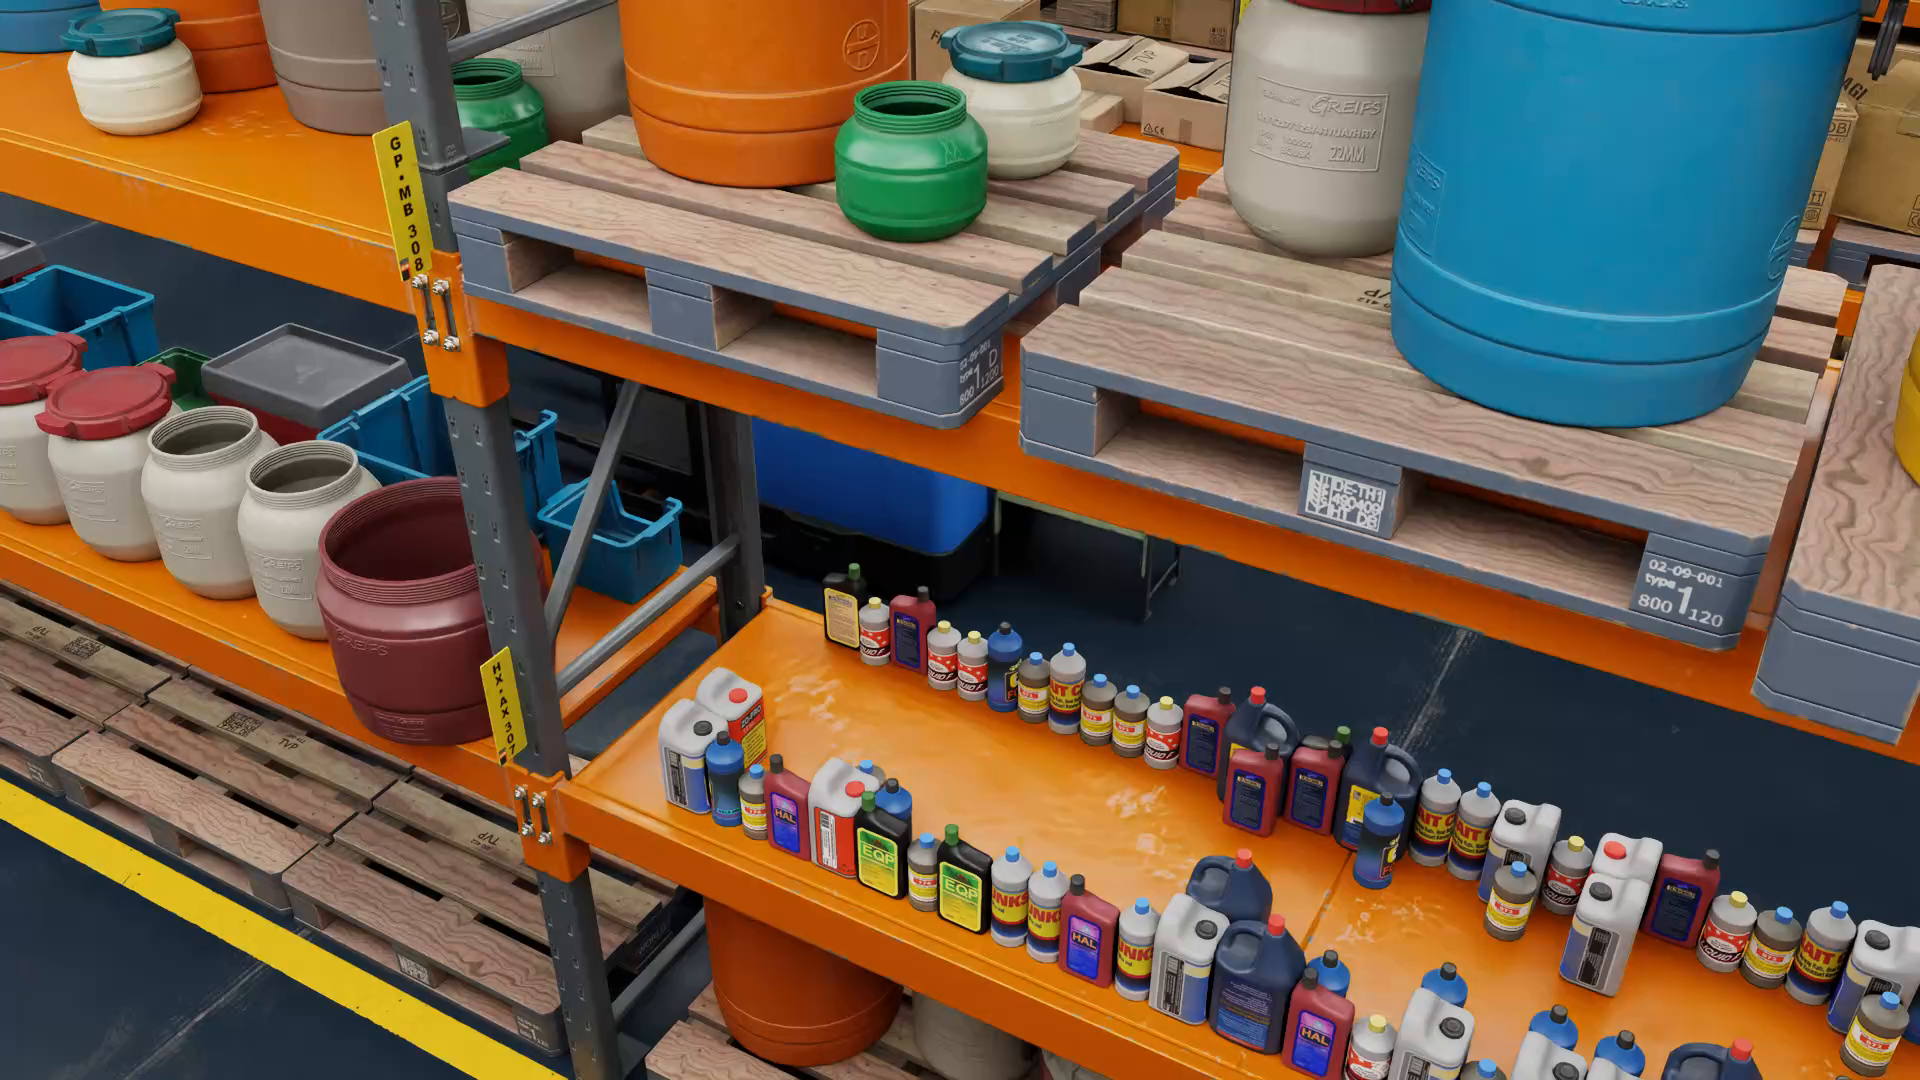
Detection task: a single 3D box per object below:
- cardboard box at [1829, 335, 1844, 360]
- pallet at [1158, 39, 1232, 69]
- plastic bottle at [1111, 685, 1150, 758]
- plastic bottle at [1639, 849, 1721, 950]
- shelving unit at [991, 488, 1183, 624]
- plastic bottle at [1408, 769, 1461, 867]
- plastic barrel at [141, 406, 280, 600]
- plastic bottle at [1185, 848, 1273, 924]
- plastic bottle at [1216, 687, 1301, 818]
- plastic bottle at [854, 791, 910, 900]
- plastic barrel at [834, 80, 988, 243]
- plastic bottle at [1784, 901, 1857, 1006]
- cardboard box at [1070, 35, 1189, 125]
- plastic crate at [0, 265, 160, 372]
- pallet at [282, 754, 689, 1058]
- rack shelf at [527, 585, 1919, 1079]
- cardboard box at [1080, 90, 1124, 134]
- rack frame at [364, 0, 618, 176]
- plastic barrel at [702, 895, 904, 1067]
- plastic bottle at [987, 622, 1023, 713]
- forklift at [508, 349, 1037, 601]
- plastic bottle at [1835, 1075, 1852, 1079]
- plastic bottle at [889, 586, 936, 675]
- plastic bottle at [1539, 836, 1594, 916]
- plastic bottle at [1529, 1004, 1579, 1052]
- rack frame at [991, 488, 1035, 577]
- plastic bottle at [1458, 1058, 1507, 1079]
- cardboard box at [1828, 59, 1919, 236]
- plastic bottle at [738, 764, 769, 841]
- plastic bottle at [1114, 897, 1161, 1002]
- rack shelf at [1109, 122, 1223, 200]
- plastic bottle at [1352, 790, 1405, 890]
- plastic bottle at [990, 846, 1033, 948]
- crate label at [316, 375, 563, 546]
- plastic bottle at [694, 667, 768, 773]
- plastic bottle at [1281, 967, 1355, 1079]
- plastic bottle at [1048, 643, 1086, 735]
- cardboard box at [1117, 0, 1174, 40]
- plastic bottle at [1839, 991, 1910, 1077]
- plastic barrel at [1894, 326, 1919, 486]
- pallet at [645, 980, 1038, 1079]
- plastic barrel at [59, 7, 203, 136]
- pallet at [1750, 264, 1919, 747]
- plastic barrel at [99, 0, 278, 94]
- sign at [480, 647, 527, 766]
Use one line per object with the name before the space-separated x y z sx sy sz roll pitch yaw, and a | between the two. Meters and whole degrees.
cardboard box | 3.868 -1.034 7.778 0.500 0.250 0.500 18 38 24
pallet | 2.284 -3.930 13.461 1.213 0.211 1.003 18 37 24
plastic bottle | 0.463 0.482 4.499 0.097 0.201 0.097 0 34 0
plastic bottle | 1.696 0.827 3.907 0.133 0.283 0.061 18 37 24
shelving unit | 0.565 -0.458 7.085 0.755 1.500 0.431 17 37 24
plastic bottle | 1.184 0.682 4.136 0.097 0.271 0.097 0 34 0
plastic barrel | -2.264 -0.114 5.113 0.421 0.512 0.421 0 34 0
plastic bottle | 0.616 0.841 3.825 0.185 0.351 0.144 18 37 24
plastic bottle | 0.774 0.533 4.287 0.185 0.351 0.144 18 37 24
plastic bottle | -0.188 0.738 4.041 0.133 0.283 0.061 18 37 24
plastic barrel | -0.093 -0.728 3.191 0.294 0.245 0.294 0 34 0
plastic bottle | 1.956 0.926 3.769 0.097 0.271 0.097 0 34 0
cardboard box | 0.882 -2.456 8.812 0.500 0.311 0.500 17 37 24
plastic crate | -3.260 -0.711 6.126 0.575 0.384 0.392 18 37 24
pallet | -1.552 1.158 5.821 1.213 0.211 1.003 18 37 24
rack shelf | 0.838 1.078 4.073 4.000 0.370 1.077 18 37 24
cardboard box | 0.644 -2.164 8.519 0.250 0.149 0.380 18 37 24
rack frame | -0.899 -2.268 3.037 0.127 3.000 1.000 18 37 24
plastic barrel | -0.466 1.084 4.995 0.708 0.830 0.600 18 37 24
plastic bottle | 0.124 0.346 4.640 0.097 0.271 0.097 0 34 0
forklift | -1.134 -1.531 7.404 3.031 2.935 1.130 17 37 24
plastic bottle | 1.685 1.185 3.309 0.185 0.351 0.144 18 37 24
plastic bottle | -0.136 0.247 4.778 0.133 0.283 0.061 18 37 24
plastic bottle | 1.470 0.801 4.020 0.097 0.201 0.097 0 34 0
plastic bottle | 1.245 1.088 3.525 0.097 0.271 0.097 0 34 0
rack frame | 0.244 -0.556 7.231 0.023 1.500 0.400 17 37 24
plastic bottle | 1.085 1.164 3.475 0.097 0.201 0.097 0 34 0
cardboard box | 4.106 -1.667 7.077 0.500 0.500 0.700 24 41 32
plastic bottle | -0.512 0.658 4.235 0.097 0.201 0.097 0 34 0
plastic bottle | 0.406 0.920 3.779 0.097 0.271 0.097 0 34 0
rack shelf | -0.174 -2.404 9.303 4.000 0.370 1.077 18 37 24
plastic bottle | 1.028 0.724 4.072 0.097 0.271 0.097 0 34 0
plastic bottle | 0.121 0.829 3.914 0.097 0.271 0.097 0 34 0
crate label | -1.627 -0.189 5.296 0.616 0.435 0.502 18 37 24
plastic bottle | -0.608 0.482 4.432 0.135 0.276 0.152 18 37 24
plastic bottle | 0.775 1.043 3.583 0.133 0.283 0.061 18 37 24
plastic bottle | 0.294 0.399 4.560 0.097 0.271 0.097 0 34 0
cardboard box | 1.665 -4.469 13.613 0.500 0.500 0.700 17 37 23
plastic bottle | 1.998 1.066 3.623 0.097 0.201 0.097 0 34 0
plastic barrel | 1.681 -0.326 2.278 0.600 0.588 0.600 0 34 0
pallet | -0.194 1.586 5.177 1.213 0.211 1.003 18 37 24
plastic barrel | -2.119 -1.199 4.263 0.301 0.262 0.301 0 34 0
pallet | 1.845 -0.010 2.522 1.003 0.211 1.213 18 37 24
plastic barrel | -2.072 -1.709 4.516 0.708 0.830 0.600 18 37 24
sign | -1.166 0.428 4.254 0.005 0.325 0.100 18 37 24
